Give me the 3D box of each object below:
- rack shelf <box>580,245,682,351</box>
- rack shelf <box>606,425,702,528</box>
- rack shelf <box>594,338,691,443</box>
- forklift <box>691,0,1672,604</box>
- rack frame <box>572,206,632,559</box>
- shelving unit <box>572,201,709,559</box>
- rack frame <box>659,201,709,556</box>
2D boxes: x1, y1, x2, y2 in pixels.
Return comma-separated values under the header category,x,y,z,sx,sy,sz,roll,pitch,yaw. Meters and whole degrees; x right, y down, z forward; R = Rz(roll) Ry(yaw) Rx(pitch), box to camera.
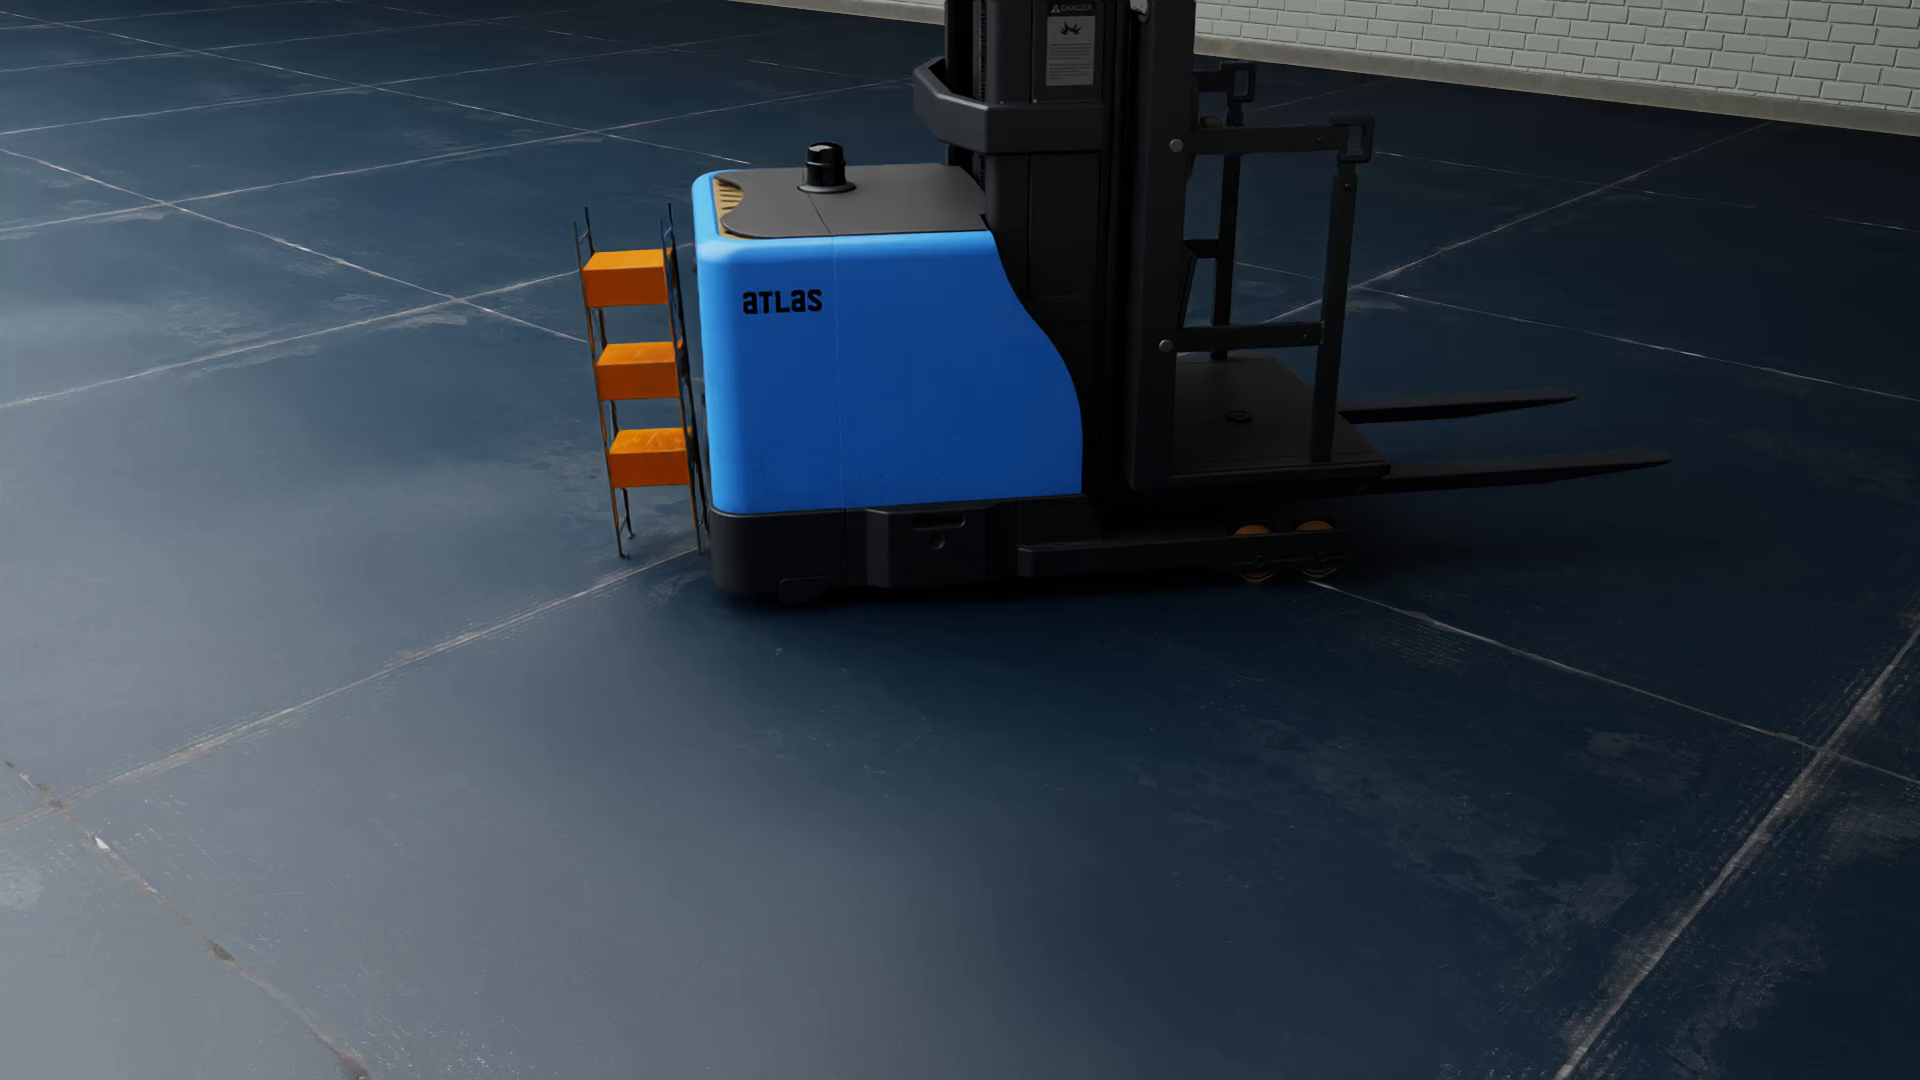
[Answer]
category,x,y,z,sx,sy,sz,roll,pitch,yaw
rack shelf,-0.959,-0.715,4.881,0.240,0.259,0.215,-3,24,0
rack shelf,-0.934,-0.203,5.110,0.240,0.259,0.215,-3,24,0
rack shelf,-0.946,-0.456,4.997,0.240,0.259,0.215,-3,24,0
forklift,0.714,-1.423,4.842,3.031,2.935,1.130,-4,24,-8
rack frame,-1.069,-0.460,4.992,0.008,1.050,0.200,-3,24,0
shelving unit,-0.947,-0.466,4.992,0.252,1.050,0.215,-3,24,0
rack frame,-0.825,-0.472,4.993,0.008,1.050,0.200,-3,24,0
